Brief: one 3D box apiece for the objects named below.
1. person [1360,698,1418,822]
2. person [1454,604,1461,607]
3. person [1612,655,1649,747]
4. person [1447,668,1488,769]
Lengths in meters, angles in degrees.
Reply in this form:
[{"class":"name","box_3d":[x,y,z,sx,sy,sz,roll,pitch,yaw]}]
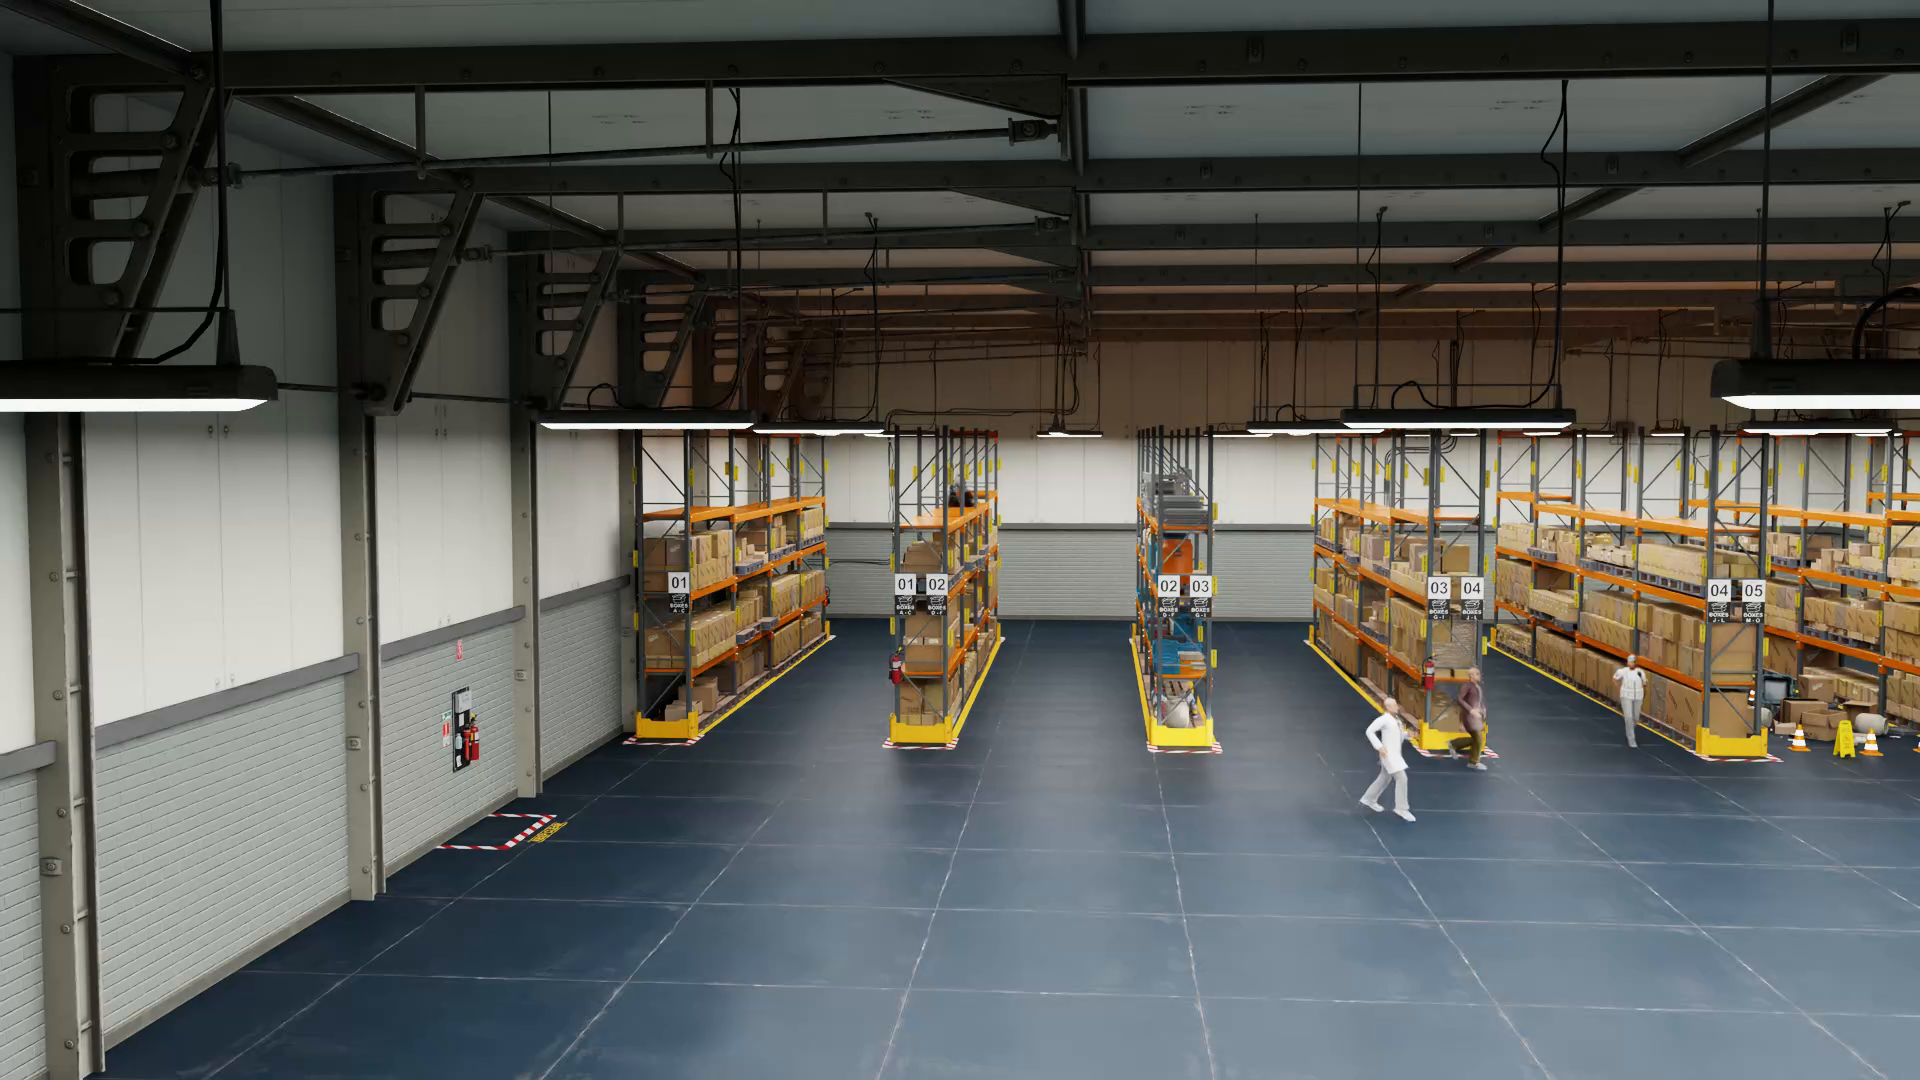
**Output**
[{"class":"person","box_3d":[6.504,3.308,25.199,0.897,1.836,0.680,2,4,28]},{"class":"person","box_3d":[13.374,2.234,44.353,0.740,1.725,1.044,0,3,1]},{"class":"person","box_3d":[12.612,2.990,31.215,0.608,1.662,0.886,0,3,4]},{"class":"person","box_3d":[8.942,3.118,29.209,0.791,1.758,0.764,3,5,42]}]
